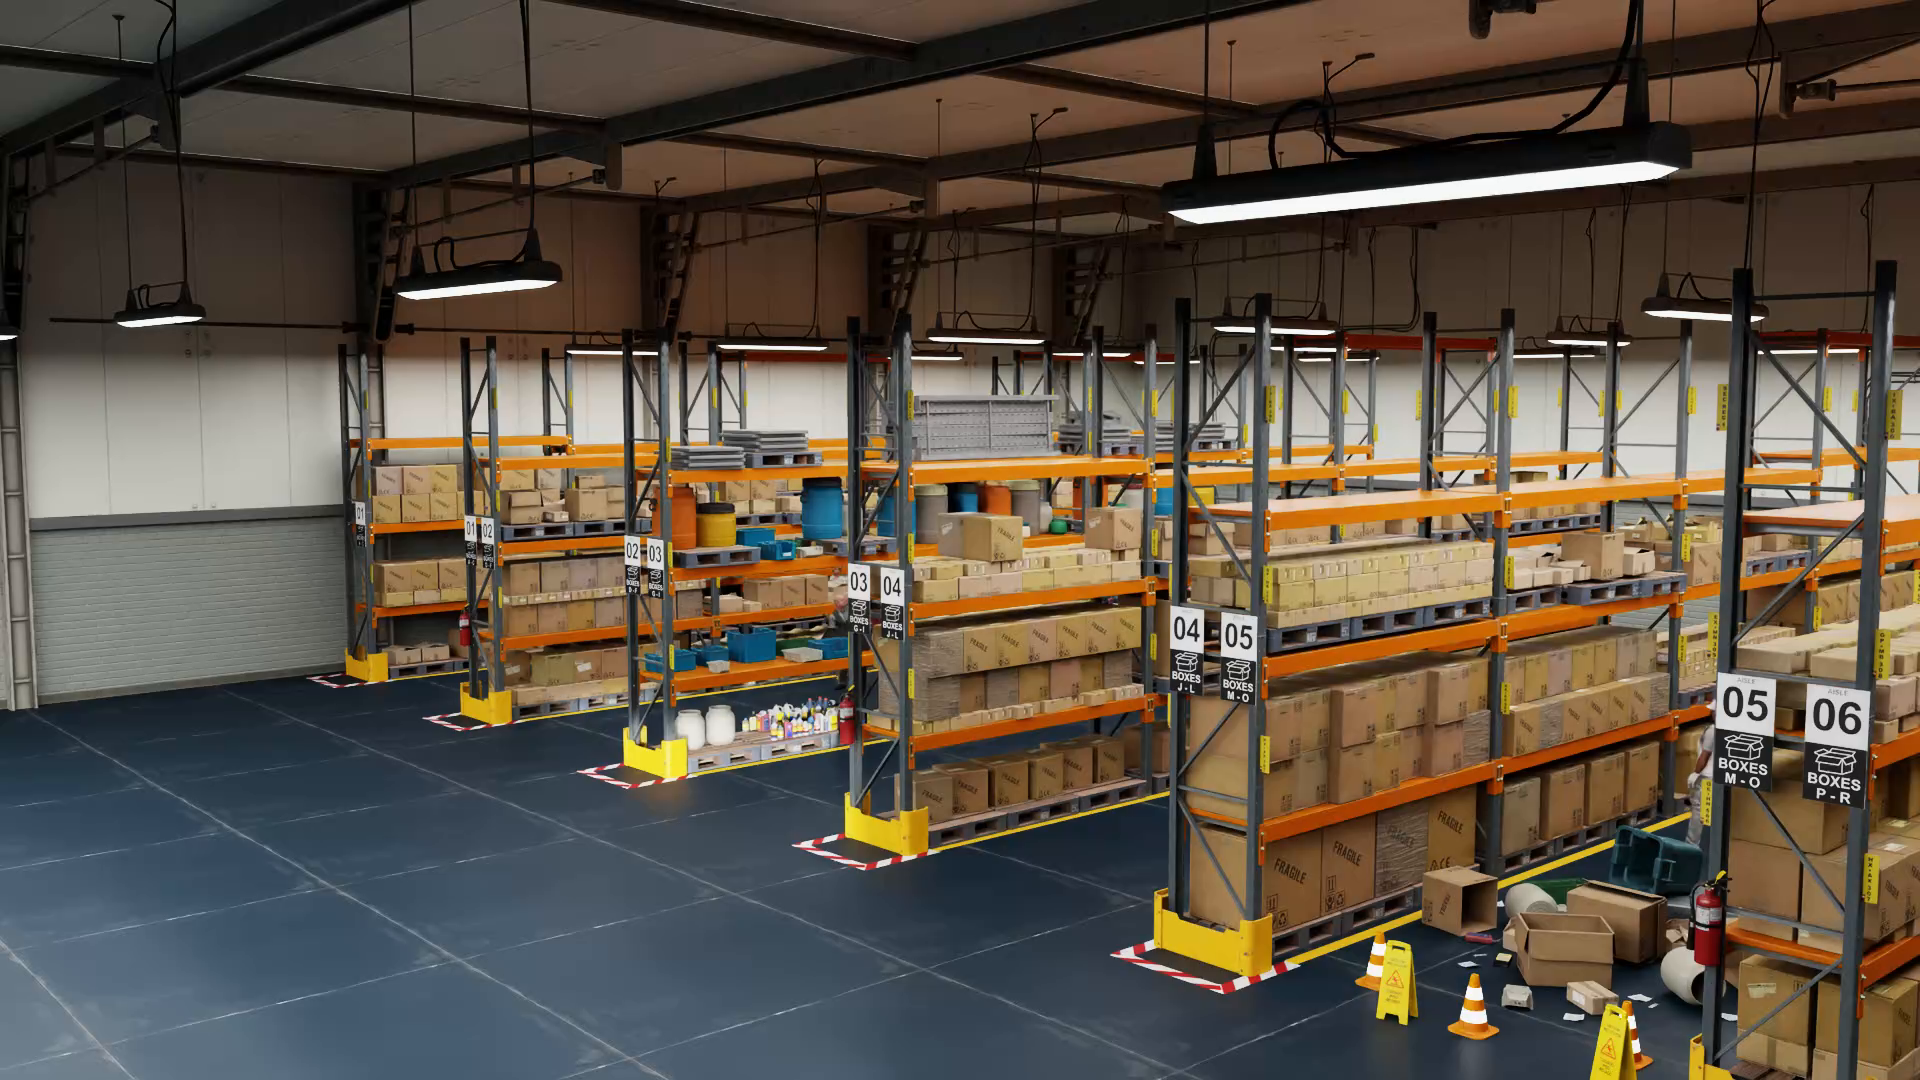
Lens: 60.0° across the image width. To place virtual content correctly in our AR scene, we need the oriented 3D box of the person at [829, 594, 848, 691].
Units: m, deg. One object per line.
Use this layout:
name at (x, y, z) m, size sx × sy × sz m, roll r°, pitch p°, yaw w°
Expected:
person at (-1.889, 1.777, 28.384) m, size 0.692 × 1.692 × 0.656 m, roll 0°, pitch 5°, yaw 5°

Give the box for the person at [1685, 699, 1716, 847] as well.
person at (8.400, 2.629, 18.532) m, size 0.629 × 1.790 × 0.490 m, roll -1°, pitch 5°, yaw -9°

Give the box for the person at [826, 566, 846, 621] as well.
person at (-2.497, 1.291, 34.350) m, size 0.463 × 1.583 × 0.479 m, roll 5°, pitch 7°, yaw 41°
